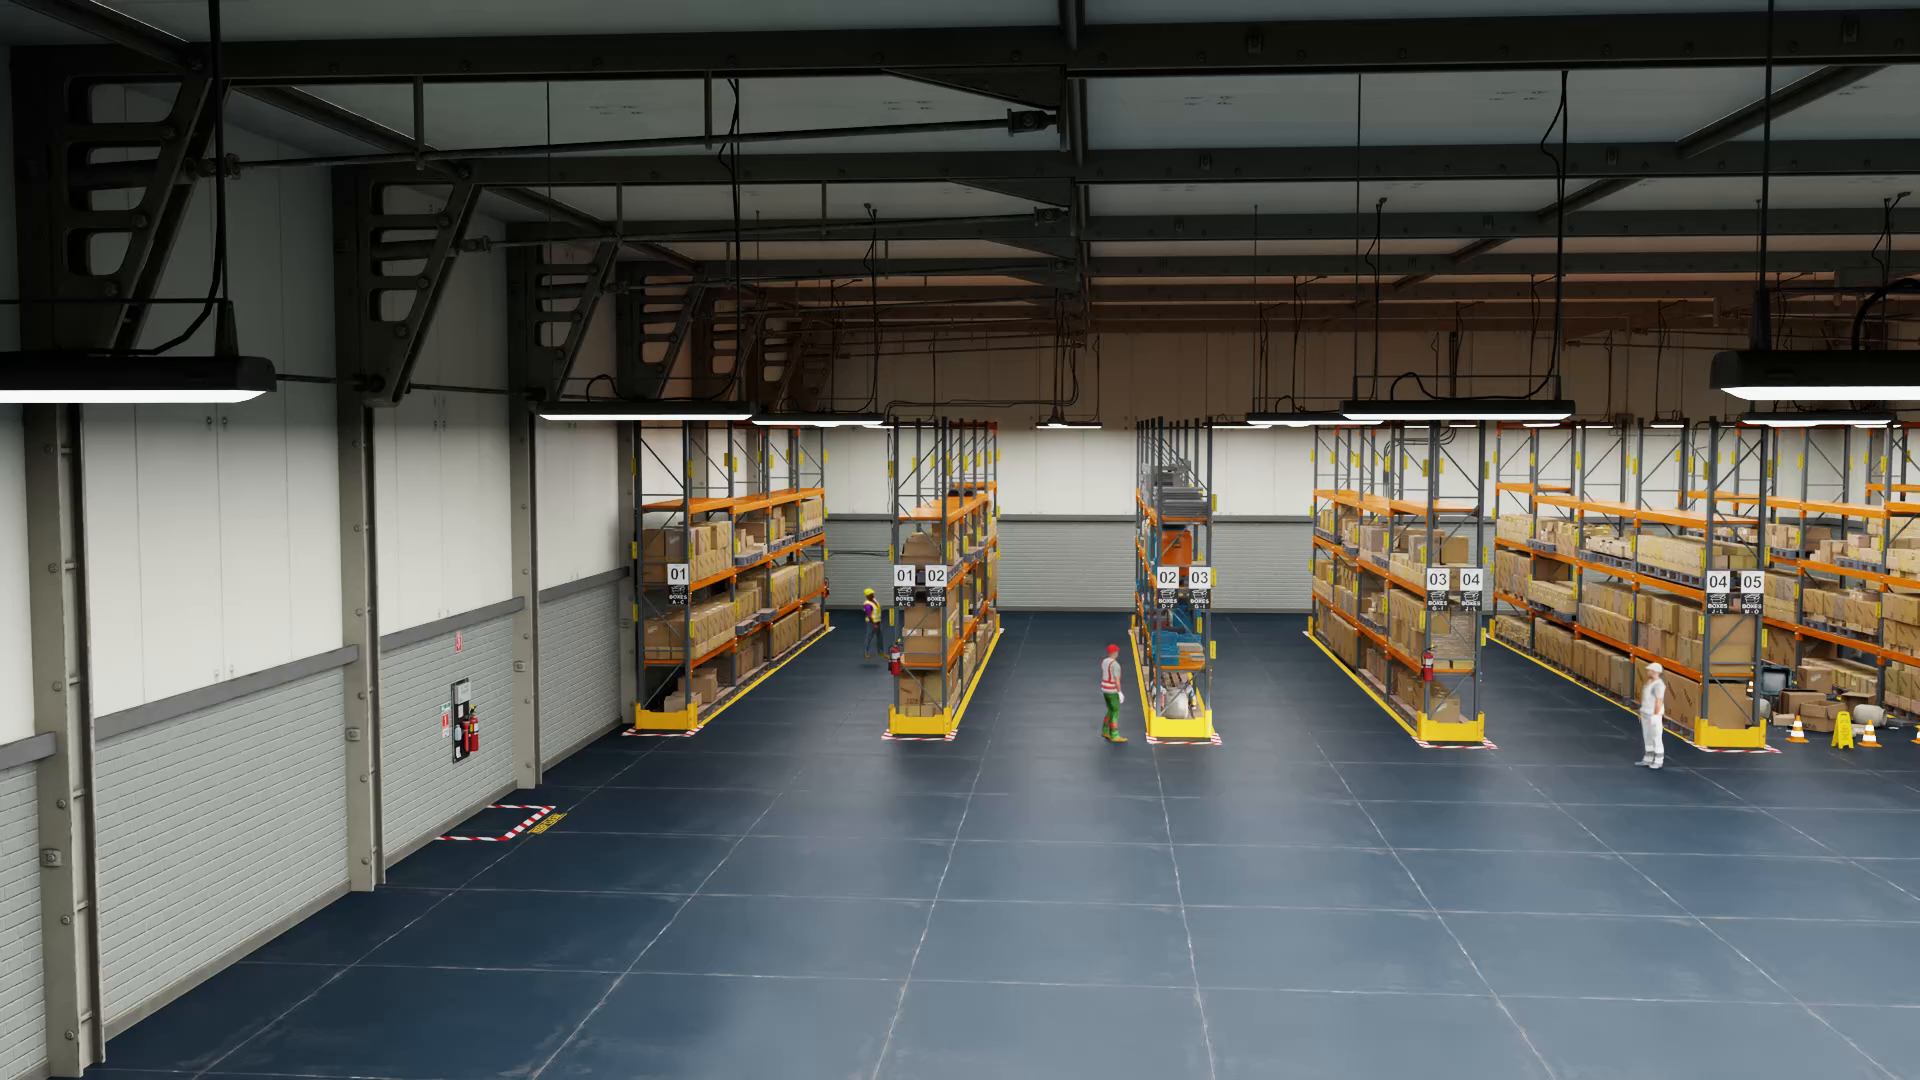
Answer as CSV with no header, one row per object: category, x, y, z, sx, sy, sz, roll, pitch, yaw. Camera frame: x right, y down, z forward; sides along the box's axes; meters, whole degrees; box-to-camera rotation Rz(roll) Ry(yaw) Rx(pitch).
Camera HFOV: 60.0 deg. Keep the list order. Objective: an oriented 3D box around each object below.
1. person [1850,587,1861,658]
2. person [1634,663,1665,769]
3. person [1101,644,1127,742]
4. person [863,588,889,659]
person,22.556,2.094,41.915,0.629,1.823,0.532,-1,4,-14
person,11.768,2.977,28.317,0.366,1.801,0.630,-1,4,-12
person,2.839,2.850,30.802,0.391,1.854,0.659,-2,4,-23
person,-2.110,2.080,41.290,0.520,1.781,0.704,2,4,28
